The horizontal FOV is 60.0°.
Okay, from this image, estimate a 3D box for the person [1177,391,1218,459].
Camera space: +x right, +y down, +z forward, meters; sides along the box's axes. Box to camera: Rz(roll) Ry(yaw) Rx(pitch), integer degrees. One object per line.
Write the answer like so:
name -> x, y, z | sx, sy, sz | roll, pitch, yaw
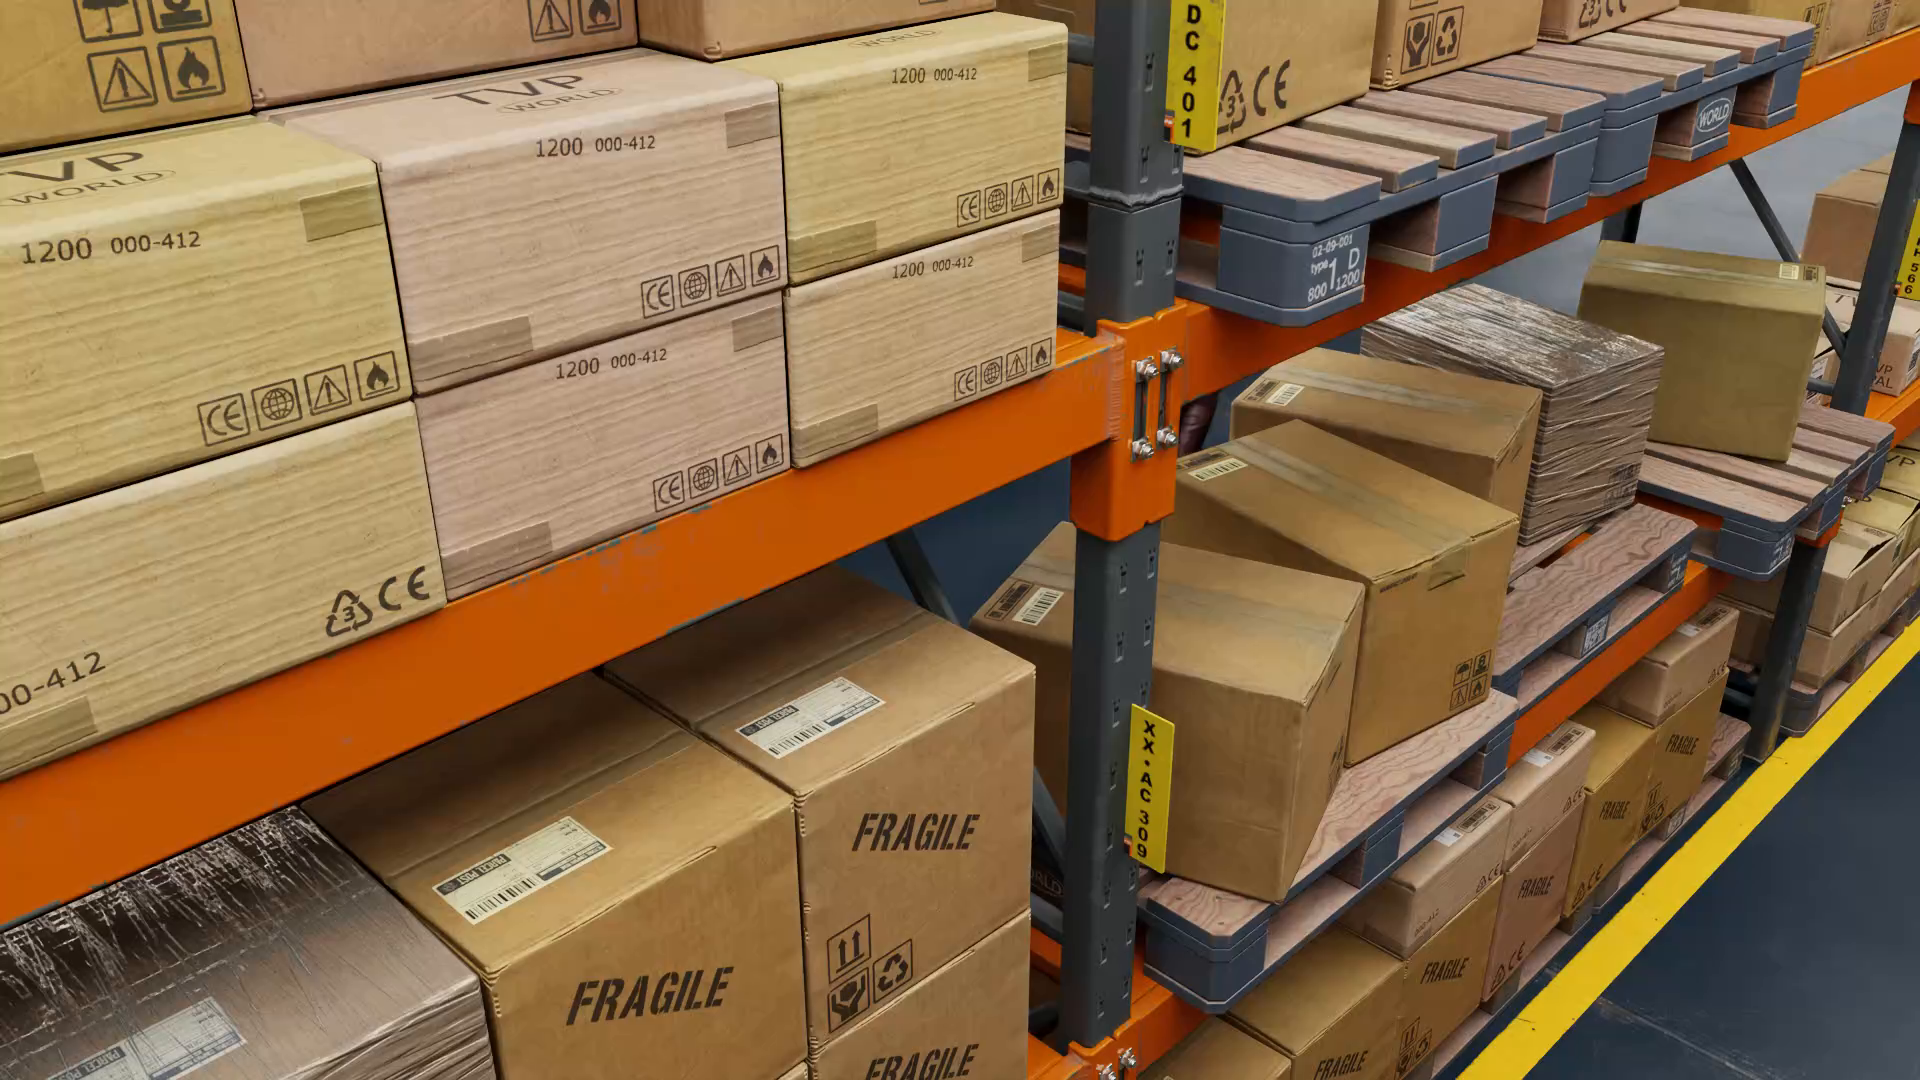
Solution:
person -> 0.746, -0.355, 6.809 | 0.599, 1.770, 0.777 | 7, 28, 14
